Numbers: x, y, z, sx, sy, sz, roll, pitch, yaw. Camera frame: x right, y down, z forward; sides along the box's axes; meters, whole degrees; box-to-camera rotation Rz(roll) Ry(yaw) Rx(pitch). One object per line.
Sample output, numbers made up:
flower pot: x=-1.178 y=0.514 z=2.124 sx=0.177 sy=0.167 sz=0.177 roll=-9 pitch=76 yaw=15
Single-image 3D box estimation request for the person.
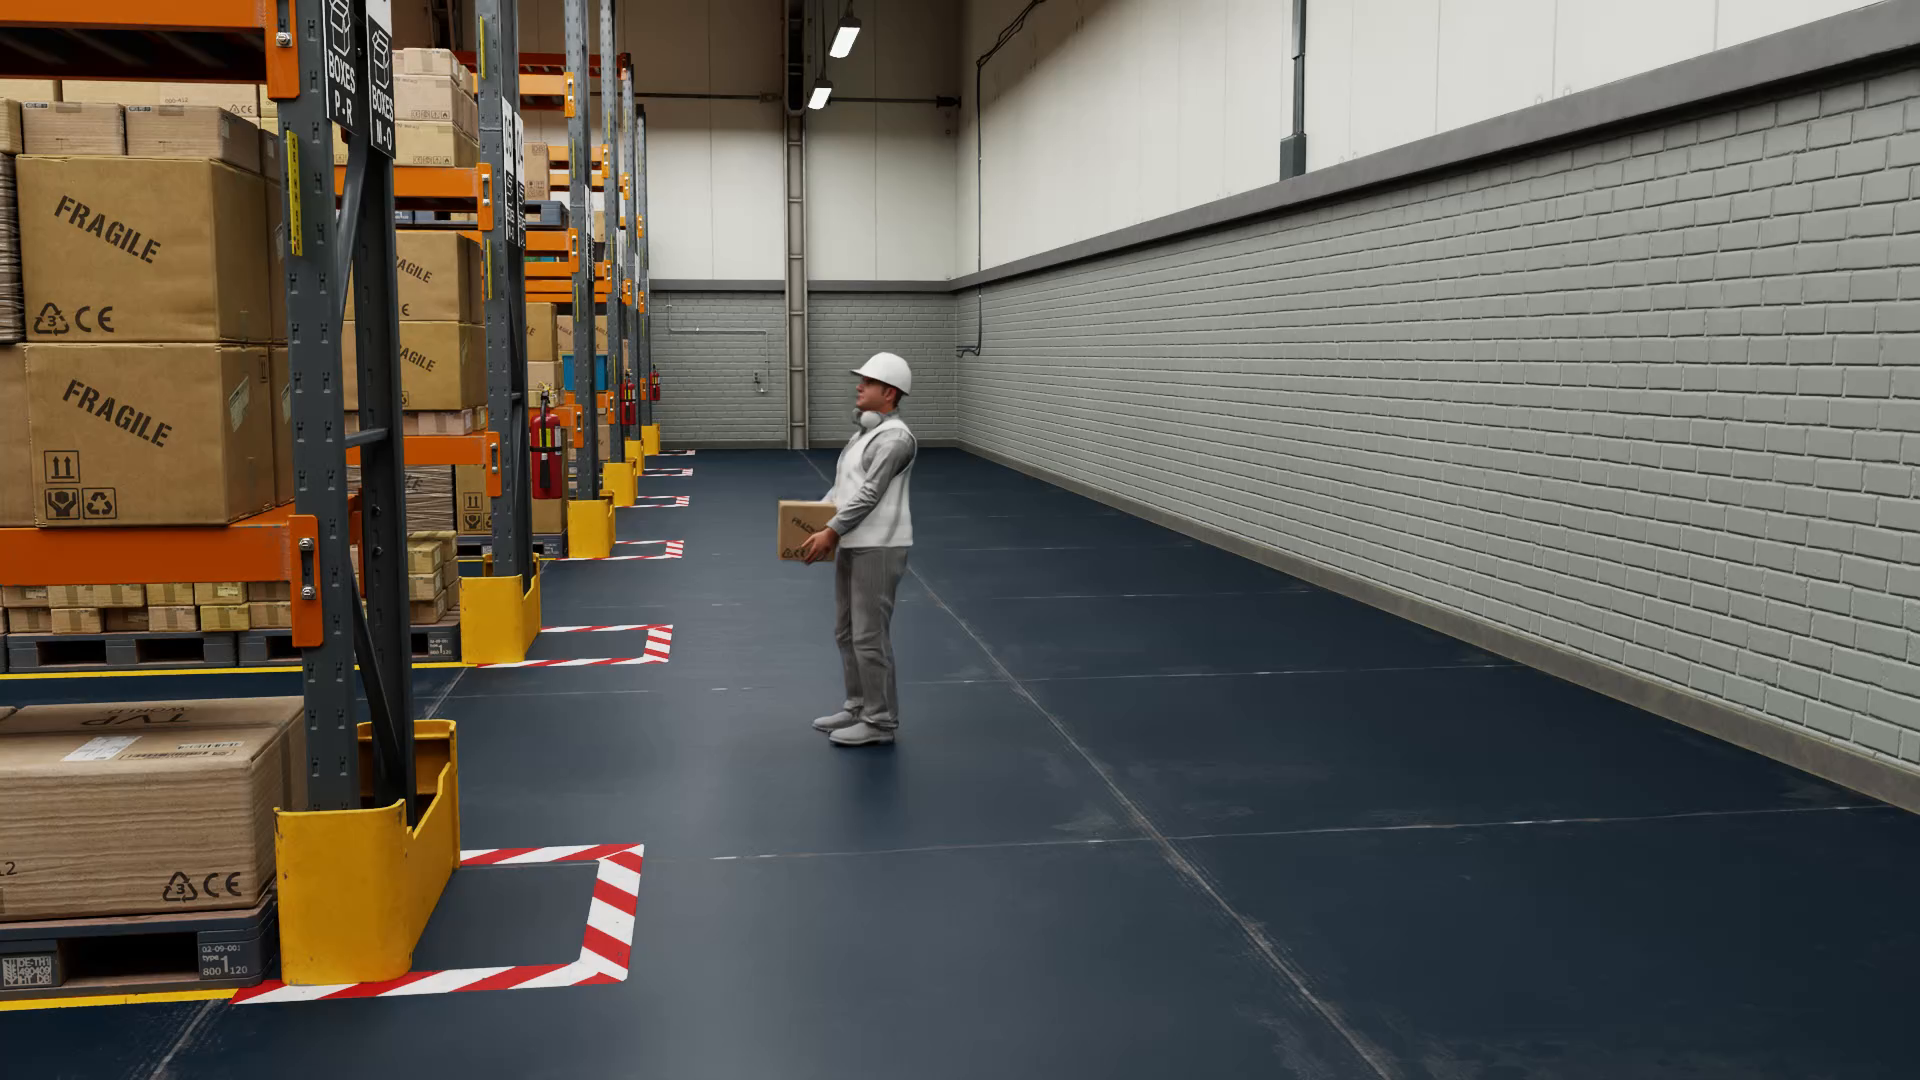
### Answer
person: x=-0.488 y=0.038 z=7.582 sx=0.545 sy=1.775 sz=0.519 roll=-2 pitch=7 yaw=-18
